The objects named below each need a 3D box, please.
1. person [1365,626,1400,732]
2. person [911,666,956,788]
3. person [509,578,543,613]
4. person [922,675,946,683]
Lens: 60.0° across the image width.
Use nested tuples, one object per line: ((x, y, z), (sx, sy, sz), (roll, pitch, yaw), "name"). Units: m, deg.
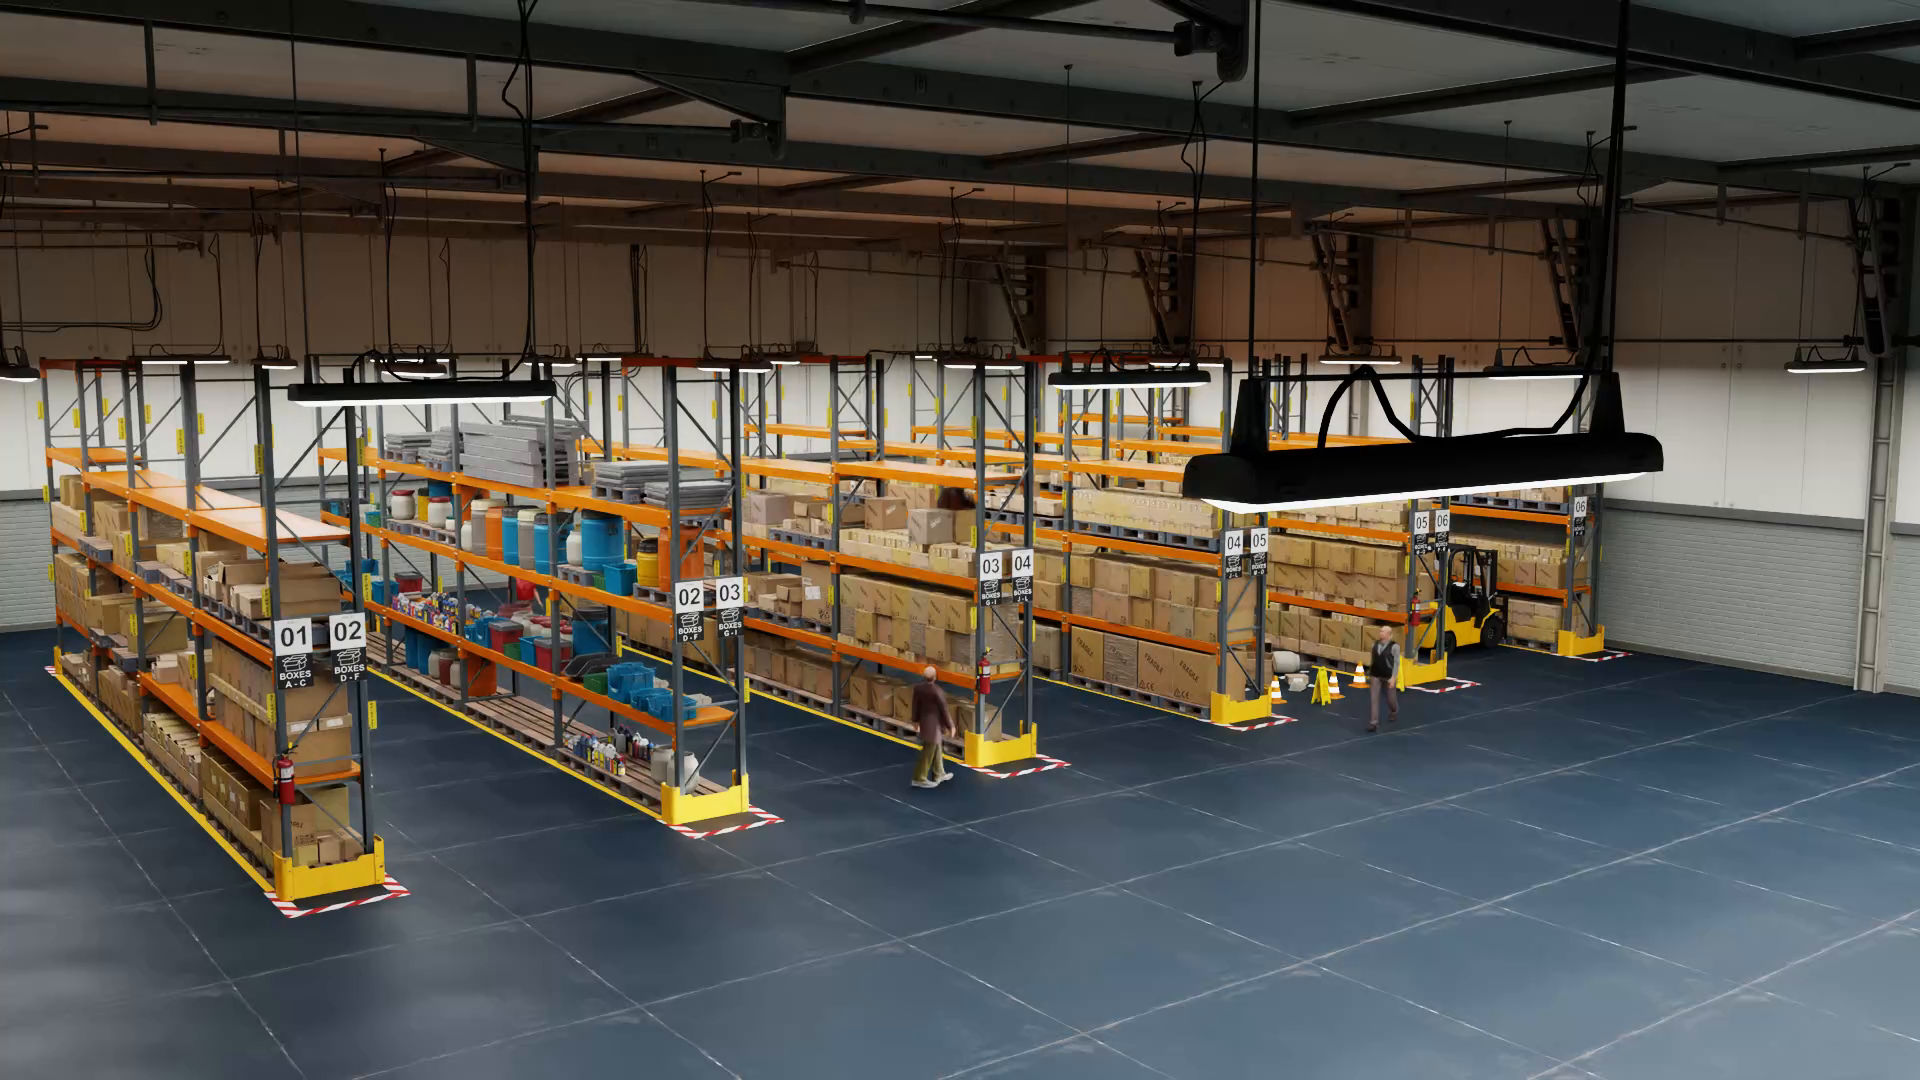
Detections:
((6.915, 2.241, 27.111), (0.506, 1.697, 0.949), (3, 8, 25), "person")
((-0.364, 2.635, 23.641), (0.723, 1.760, 0.603), (-3, 7, -24), "person")
((-9.032, 1.348, 34.558), (0.602, 1.677, 1.034), (-5, 9, -38), "person")
((-0.439, 1.802, 30.965), (0.623, 1.647, 0.603), (6, 9, 39), "person")
